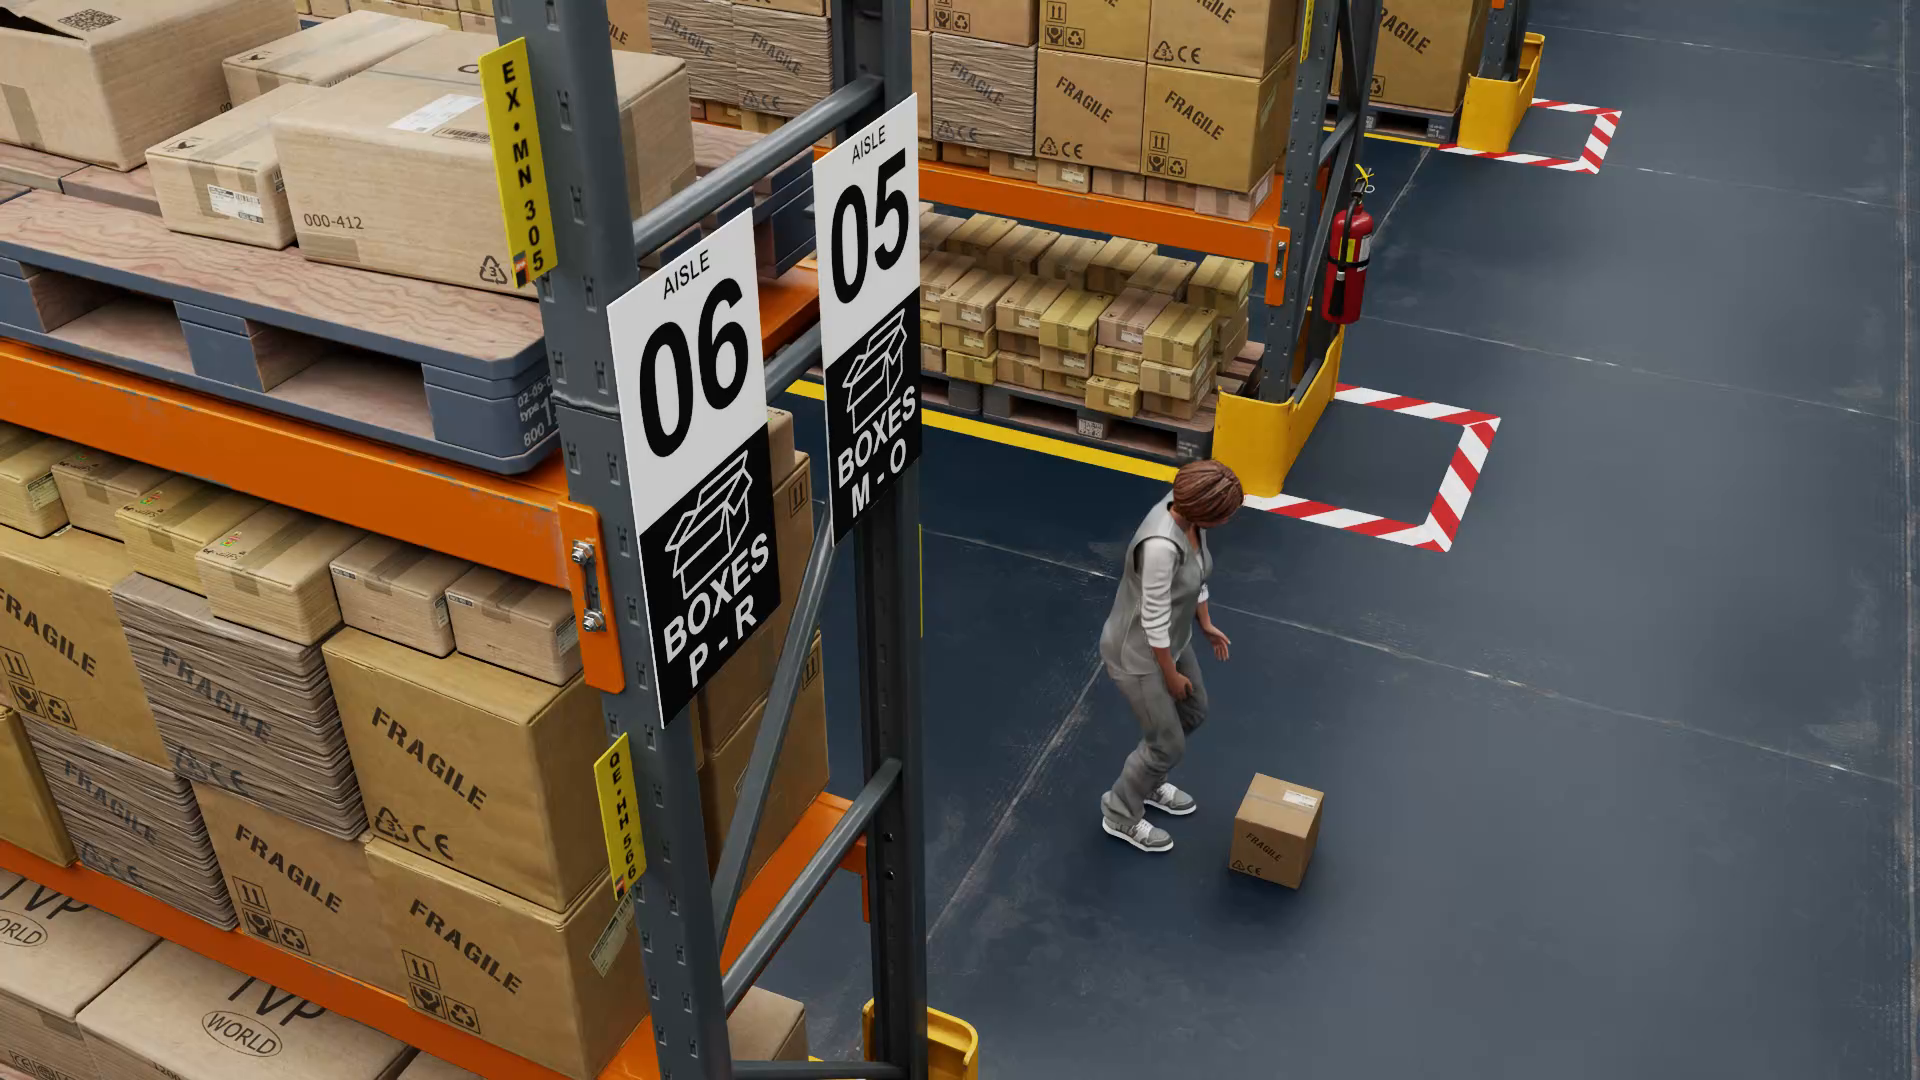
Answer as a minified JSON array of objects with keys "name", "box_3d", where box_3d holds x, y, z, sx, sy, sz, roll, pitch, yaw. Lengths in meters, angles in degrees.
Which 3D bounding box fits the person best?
[{"name":"person","box_3d":[0.699,0.383,5.672,0.417,1.513,0.433,15,37,21]}]
